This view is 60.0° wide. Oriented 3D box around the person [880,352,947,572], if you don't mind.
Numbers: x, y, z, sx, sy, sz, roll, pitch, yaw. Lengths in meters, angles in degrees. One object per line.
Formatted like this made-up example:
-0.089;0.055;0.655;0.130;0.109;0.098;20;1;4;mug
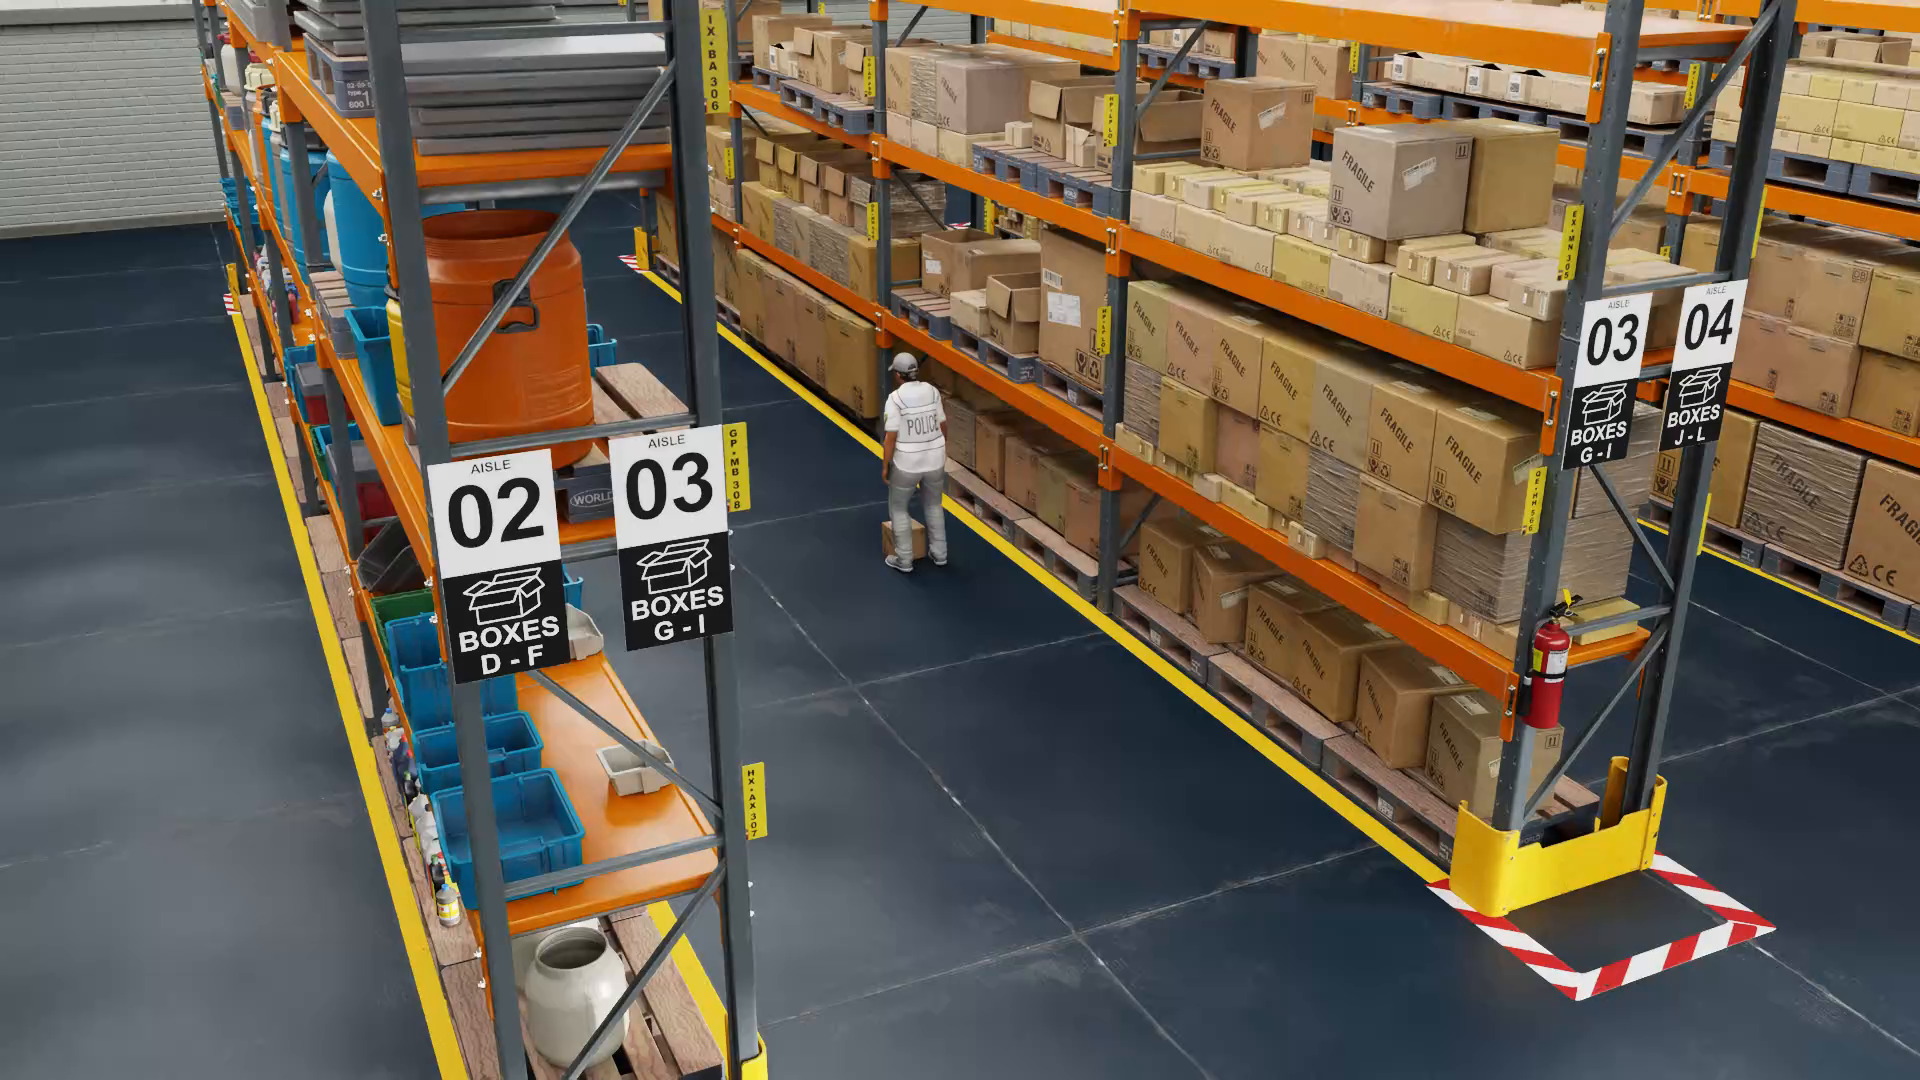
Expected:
-0.340;-0.583;12.411;0.564;1.666;0.466;-12;25;-27;person
